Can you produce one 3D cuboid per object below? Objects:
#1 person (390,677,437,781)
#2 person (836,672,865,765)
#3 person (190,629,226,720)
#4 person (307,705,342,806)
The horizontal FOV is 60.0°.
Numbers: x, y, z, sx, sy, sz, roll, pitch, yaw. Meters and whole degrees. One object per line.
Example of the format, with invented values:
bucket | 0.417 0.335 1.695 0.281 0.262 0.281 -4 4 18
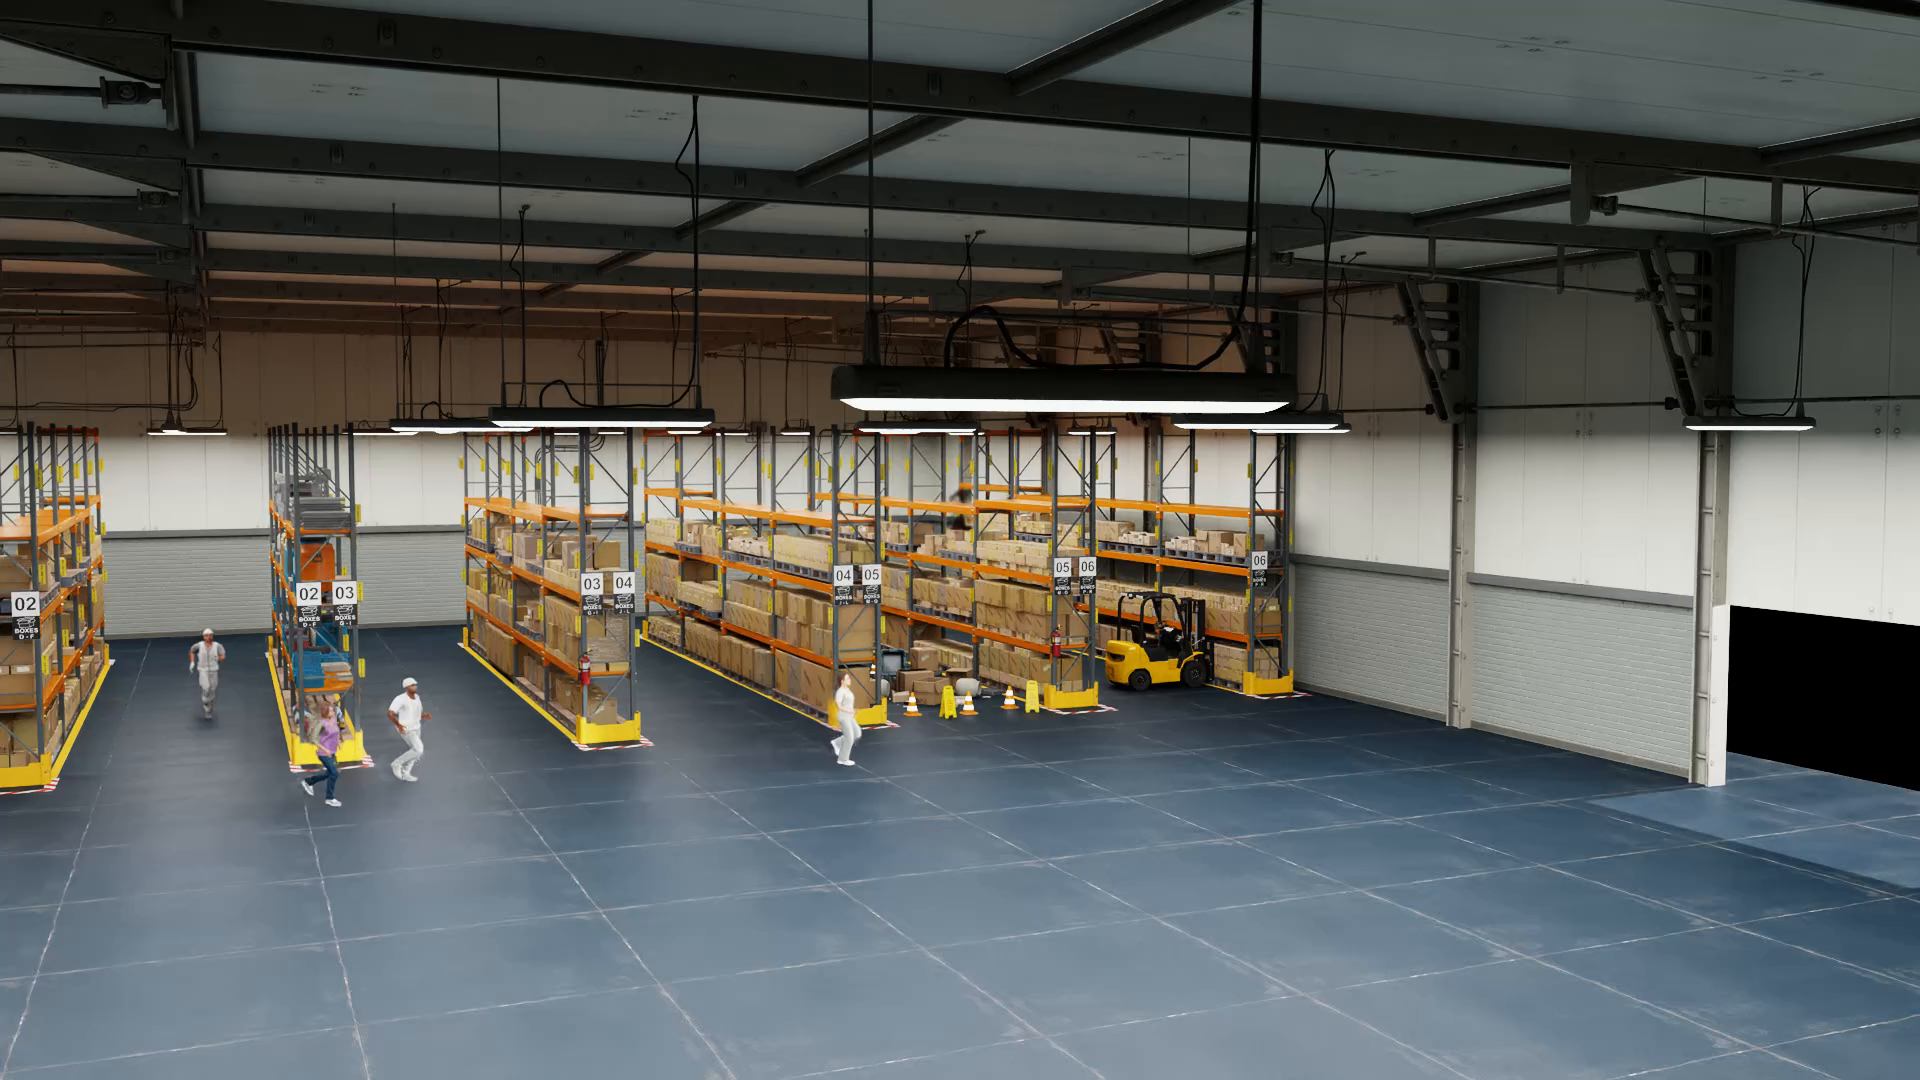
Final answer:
person | -9.085 3.135 27.789 0.607 1.700 0.677 1 4 11
person | -1.932 3.127 29.164 0.556 1.631 0.558 1 4 16
person | -15.432 2.727 34.148 0.648 1.835 0.894 -2 4 -35
person | -9.934 3.361 25.988 0.606 1.583 0.546 1 4 9
